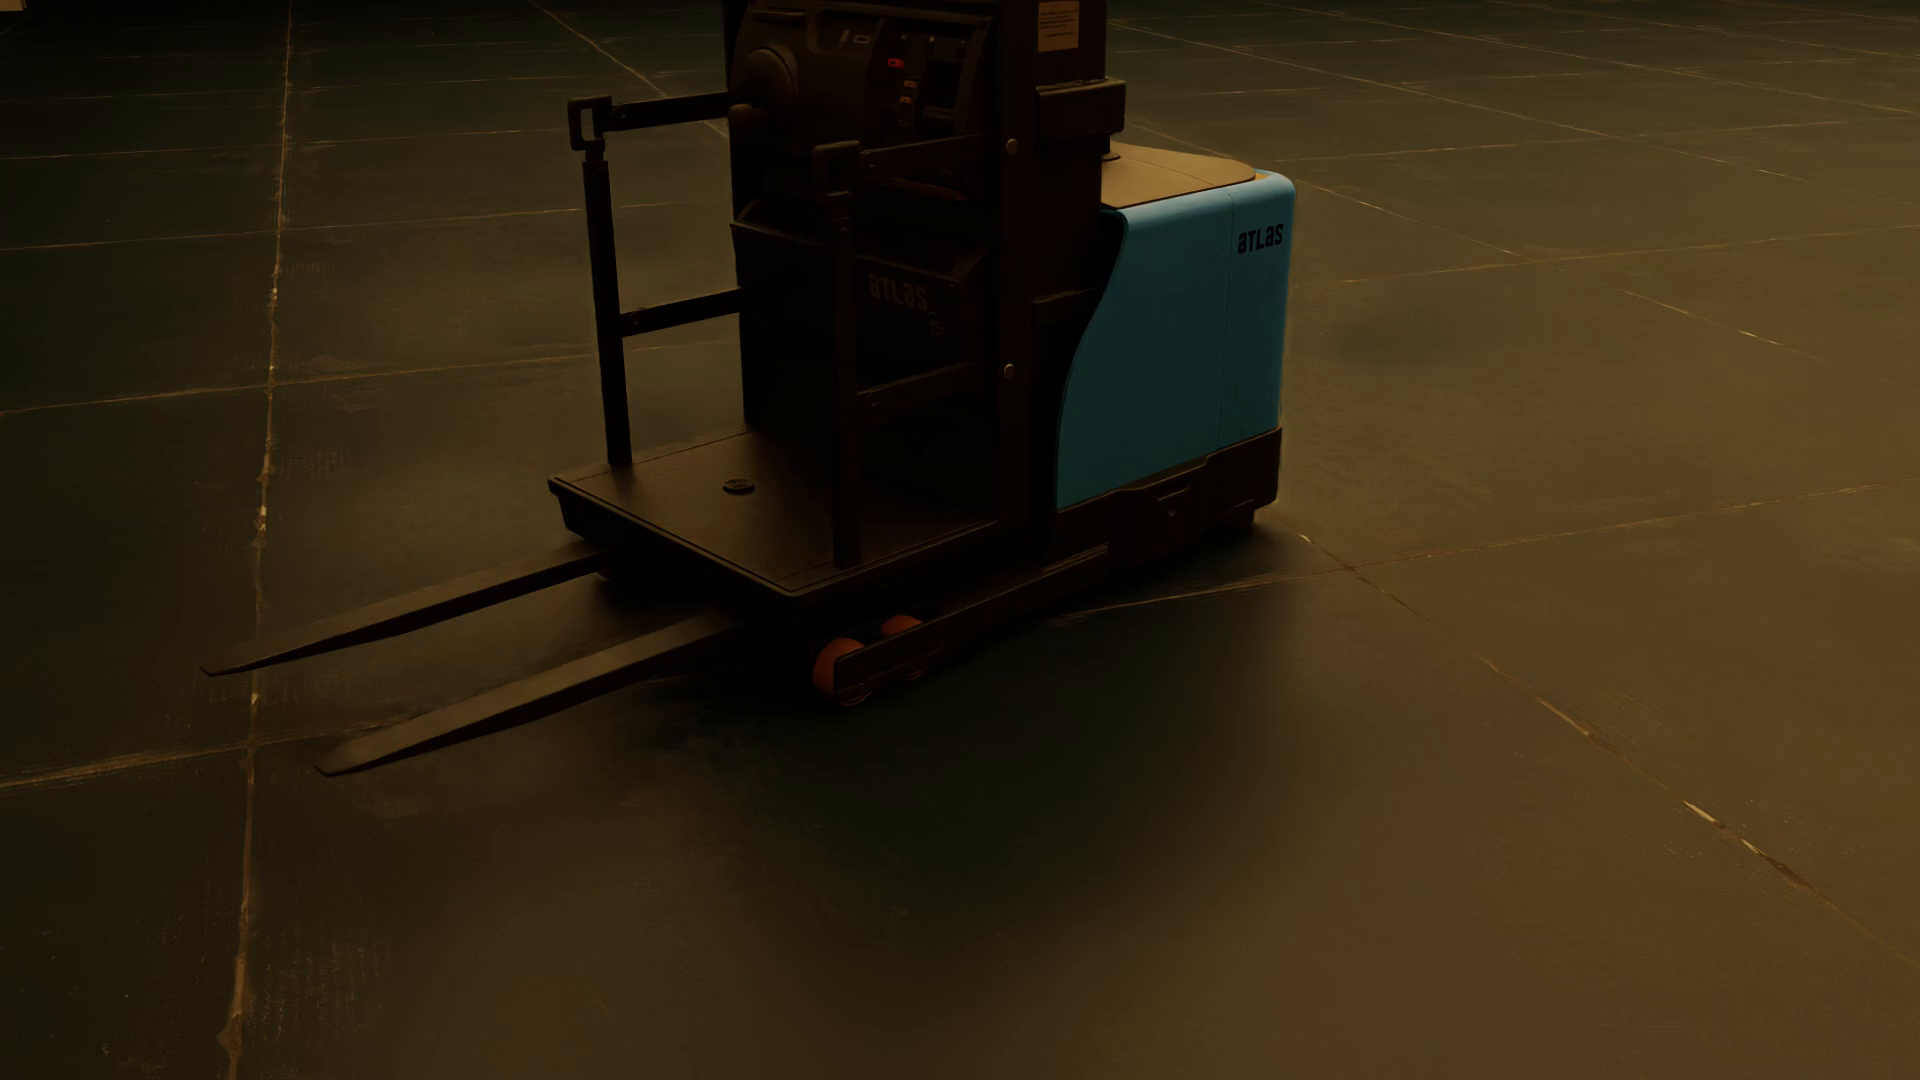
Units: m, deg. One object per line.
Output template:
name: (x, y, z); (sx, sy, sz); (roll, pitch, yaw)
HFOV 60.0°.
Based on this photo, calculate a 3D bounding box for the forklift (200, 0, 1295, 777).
forklift: (-0.421, -1.167, 4.074); (3.031, 2.935, 1.130); (-20, 30, -39)
